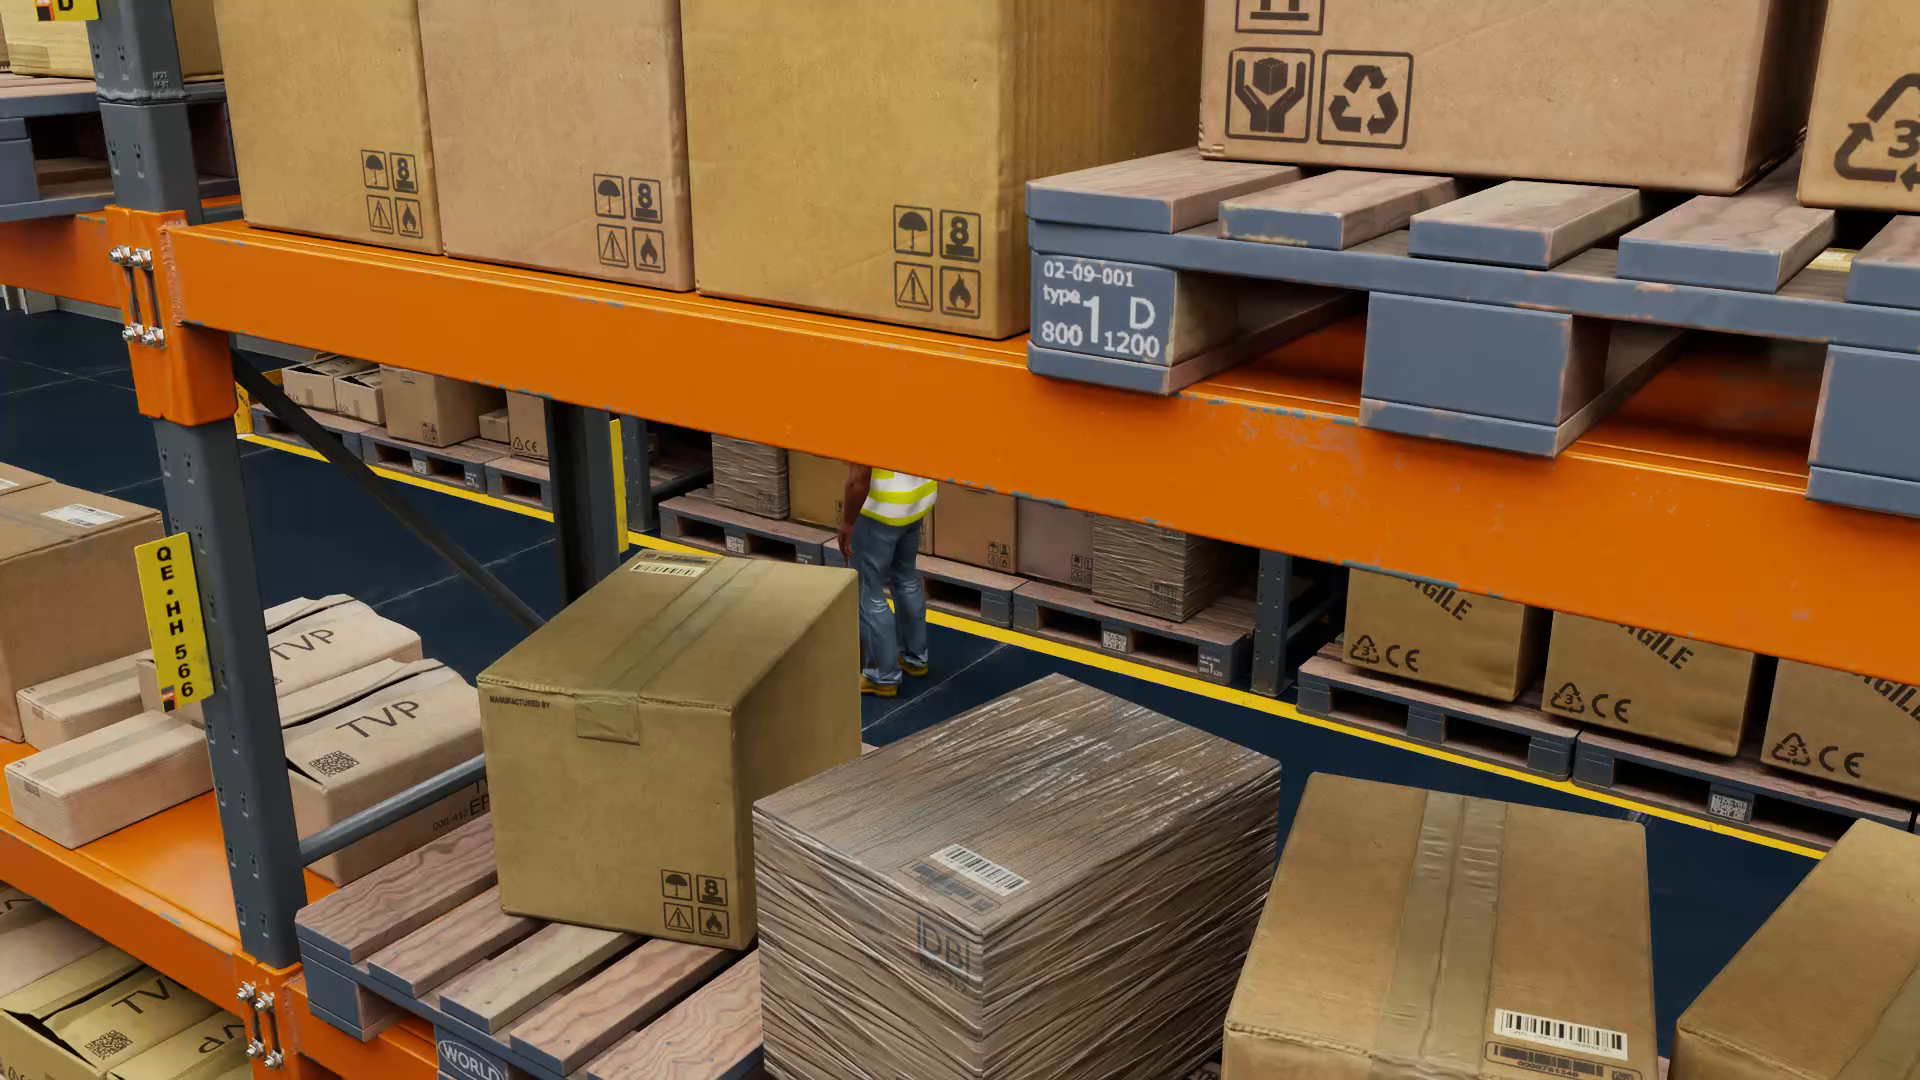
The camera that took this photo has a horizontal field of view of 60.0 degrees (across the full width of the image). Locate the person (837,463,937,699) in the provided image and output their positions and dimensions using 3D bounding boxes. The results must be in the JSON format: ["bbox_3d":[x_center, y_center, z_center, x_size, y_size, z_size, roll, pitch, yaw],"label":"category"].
[{"bbox_3d":[-0.353,-0.158,7.487,0.460,1.759,0.629,11,23,29],"label":"person"}]
